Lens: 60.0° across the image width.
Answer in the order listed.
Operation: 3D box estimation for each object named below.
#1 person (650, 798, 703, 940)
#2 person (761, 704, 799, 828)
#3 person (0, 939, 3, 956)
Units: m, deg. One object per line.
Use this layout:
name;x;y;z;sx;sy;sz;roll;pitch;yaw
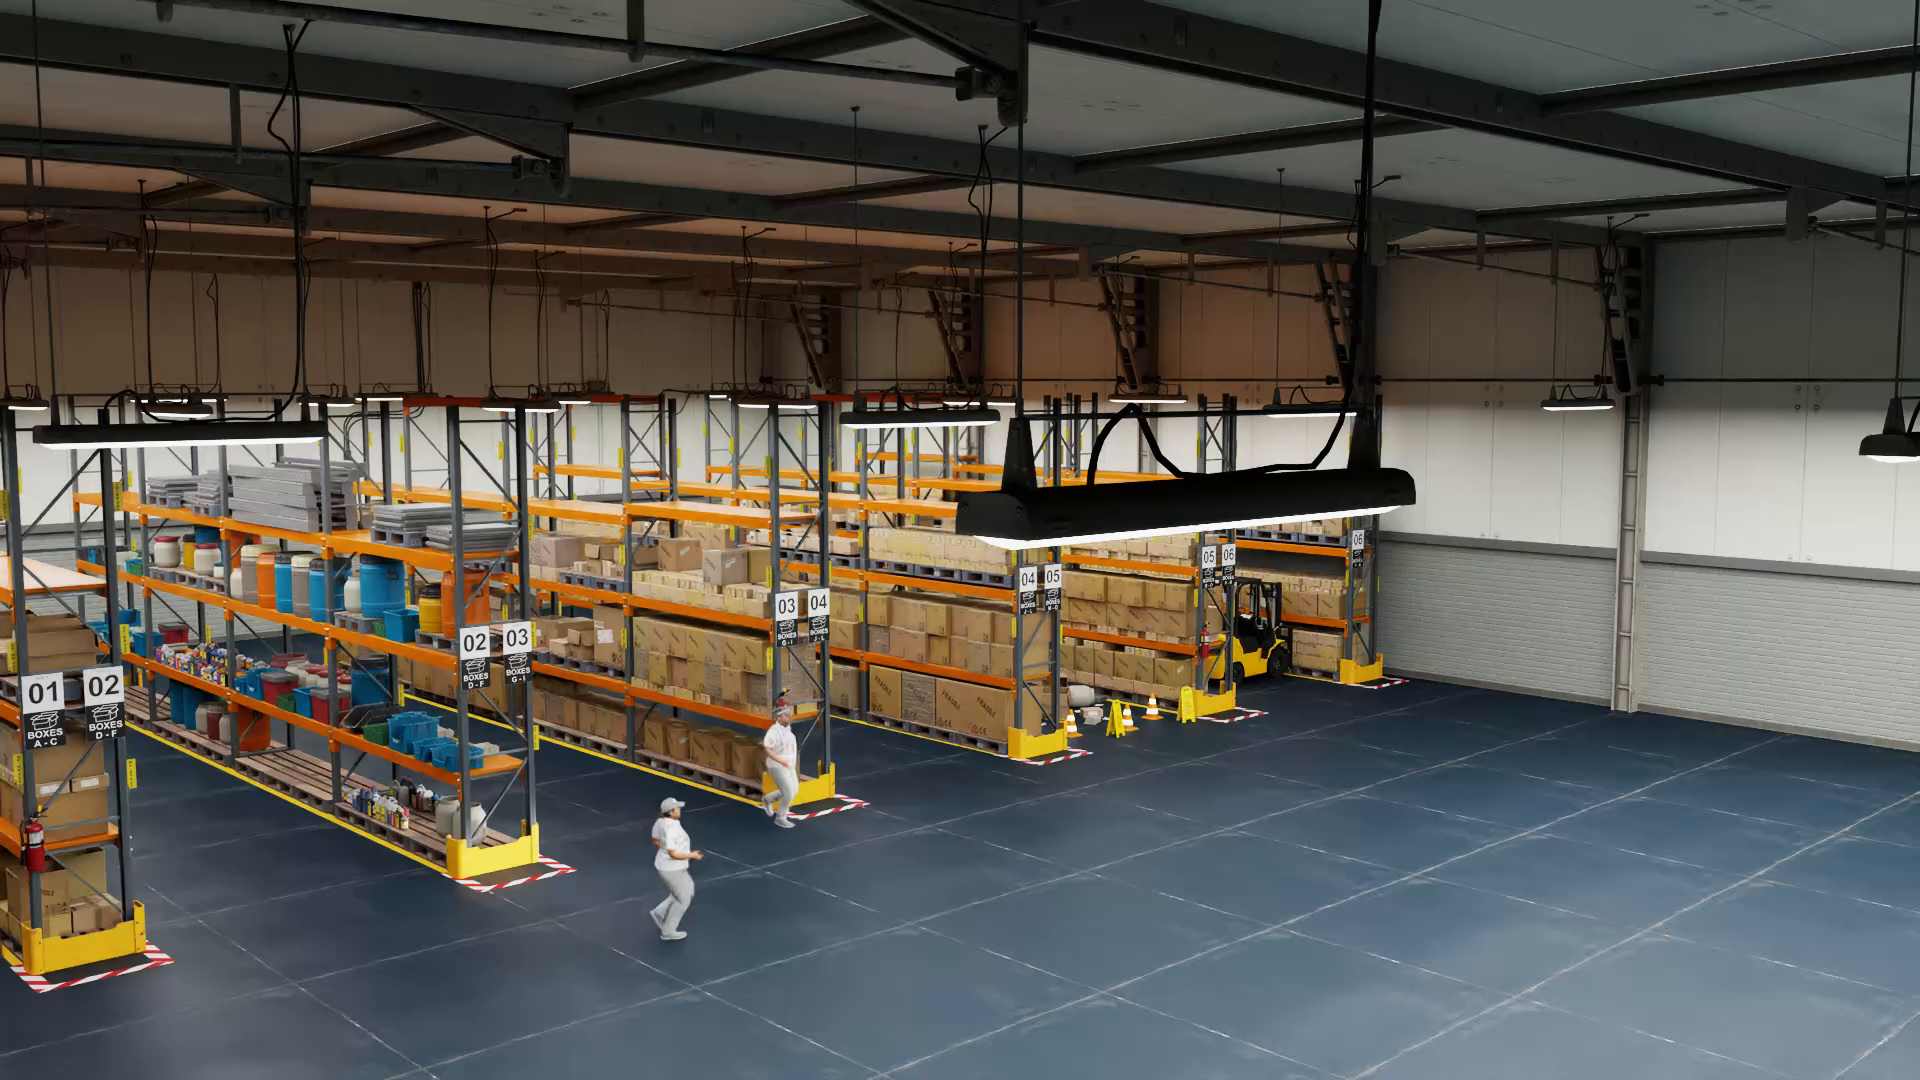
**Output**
person;-3.203;3.710;18.818;0.540;1.608;0.599;-2;6;-22
person;-2.570;3.194;23.635;0.600;1.747;0.691;2;6;20
person;-10.076;3.871;16.935;0.625;1.672;0.662;2;6;23
